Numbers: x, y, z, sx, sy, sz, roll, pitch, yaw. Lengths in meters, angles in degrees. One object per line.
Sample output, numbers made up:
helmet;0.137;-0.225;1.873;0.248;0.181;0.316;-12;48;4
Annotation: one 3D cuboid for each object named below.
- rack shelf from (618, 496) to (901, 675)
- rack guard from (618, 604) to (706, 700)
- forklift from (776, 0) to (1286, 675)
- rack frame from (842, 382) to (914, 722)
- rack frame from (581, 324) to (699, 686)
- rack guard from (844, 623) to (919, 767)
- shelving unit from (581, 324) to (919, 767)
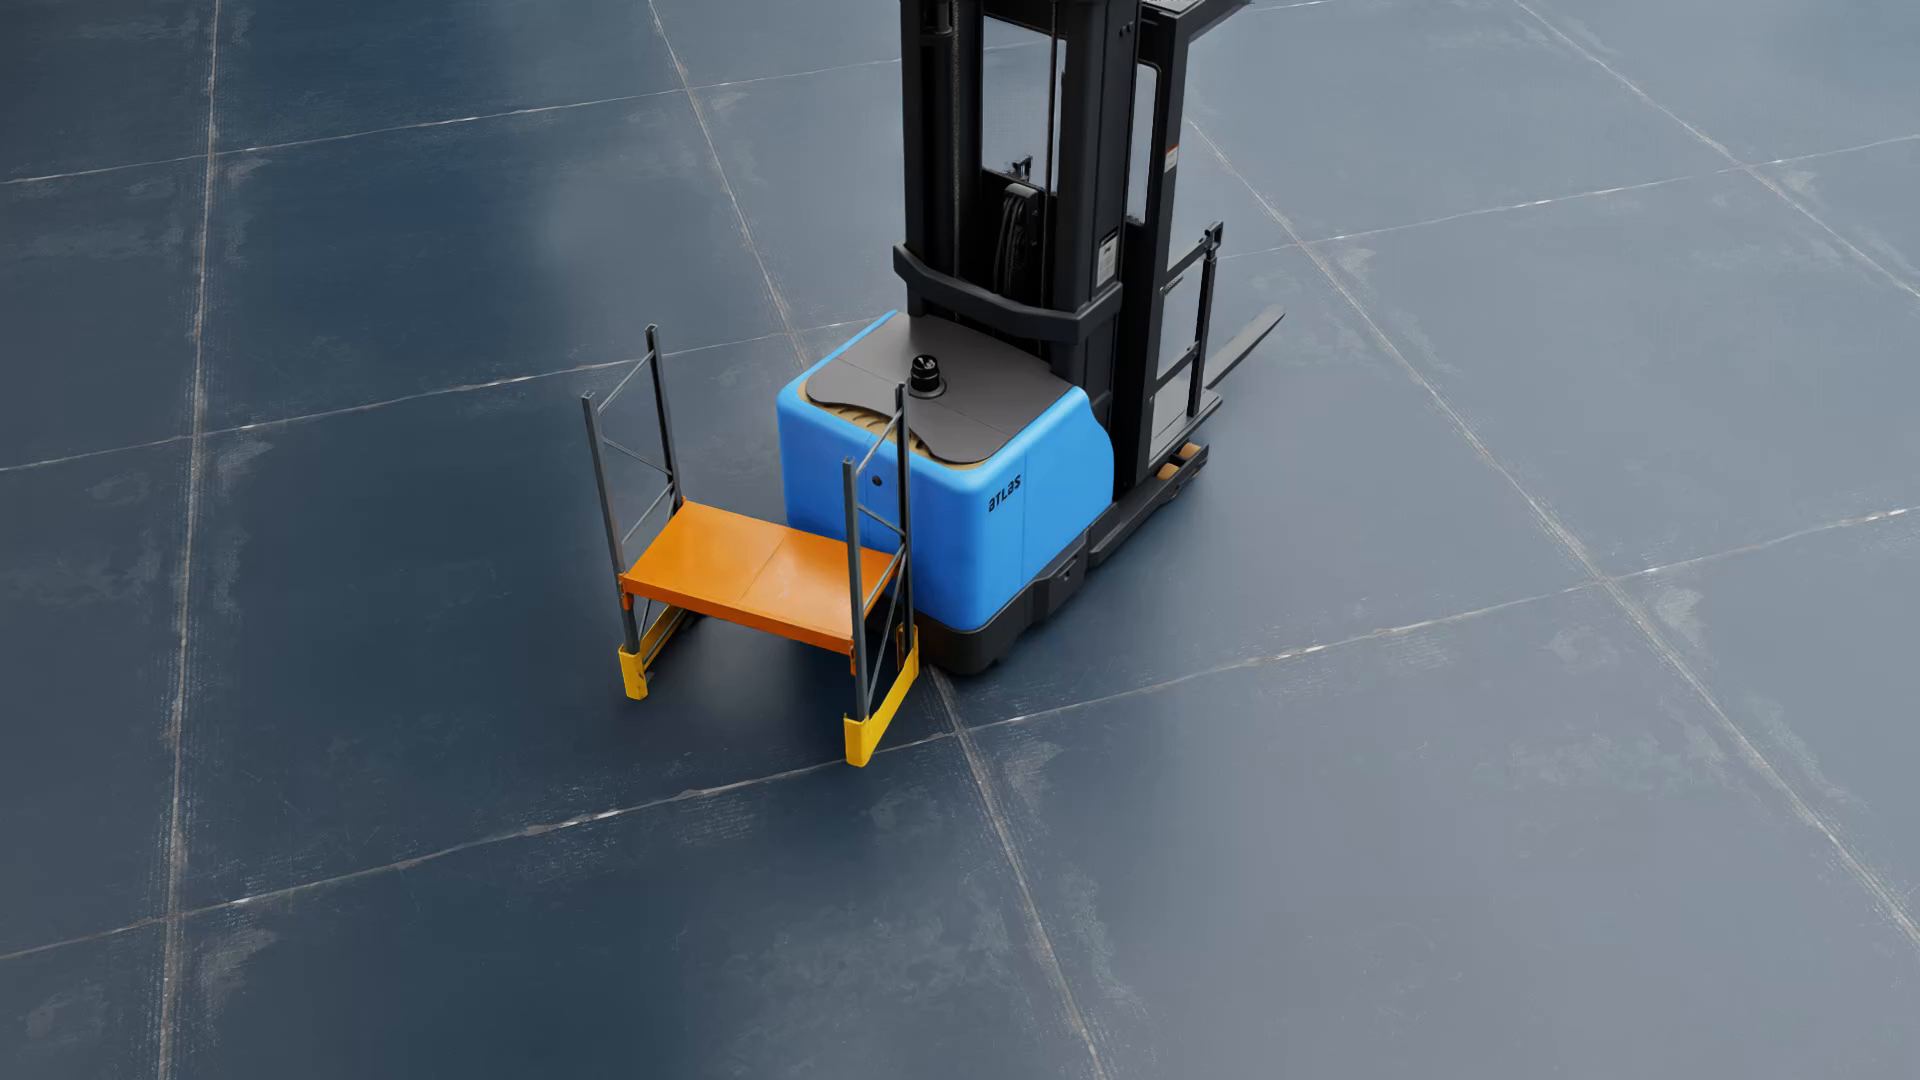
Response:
rack shelf;-0.767;0.166;6.543;1.000;0.185;0.538;14;43;16
rack guard;-1.239;0.379;6.976;0.087;0.250;0.587;14;43;16
forklift;0.527;-1.471;7.056;1.130;2.935;3.031;26;47;27
rack frame;-0.293;0.153;6.285;0.032;1.500;0.500;14;43;16
rack frame;-1.240;-0.092;6.565;0.032;1.500;0.500;14;43;16
rack guard;-0.312;0.619;6.701;0.087;0.250;0.587;14;43;16
shelving unit;-0.775;0.028;6.427;1.083;1.500;0.587;14;43;16
